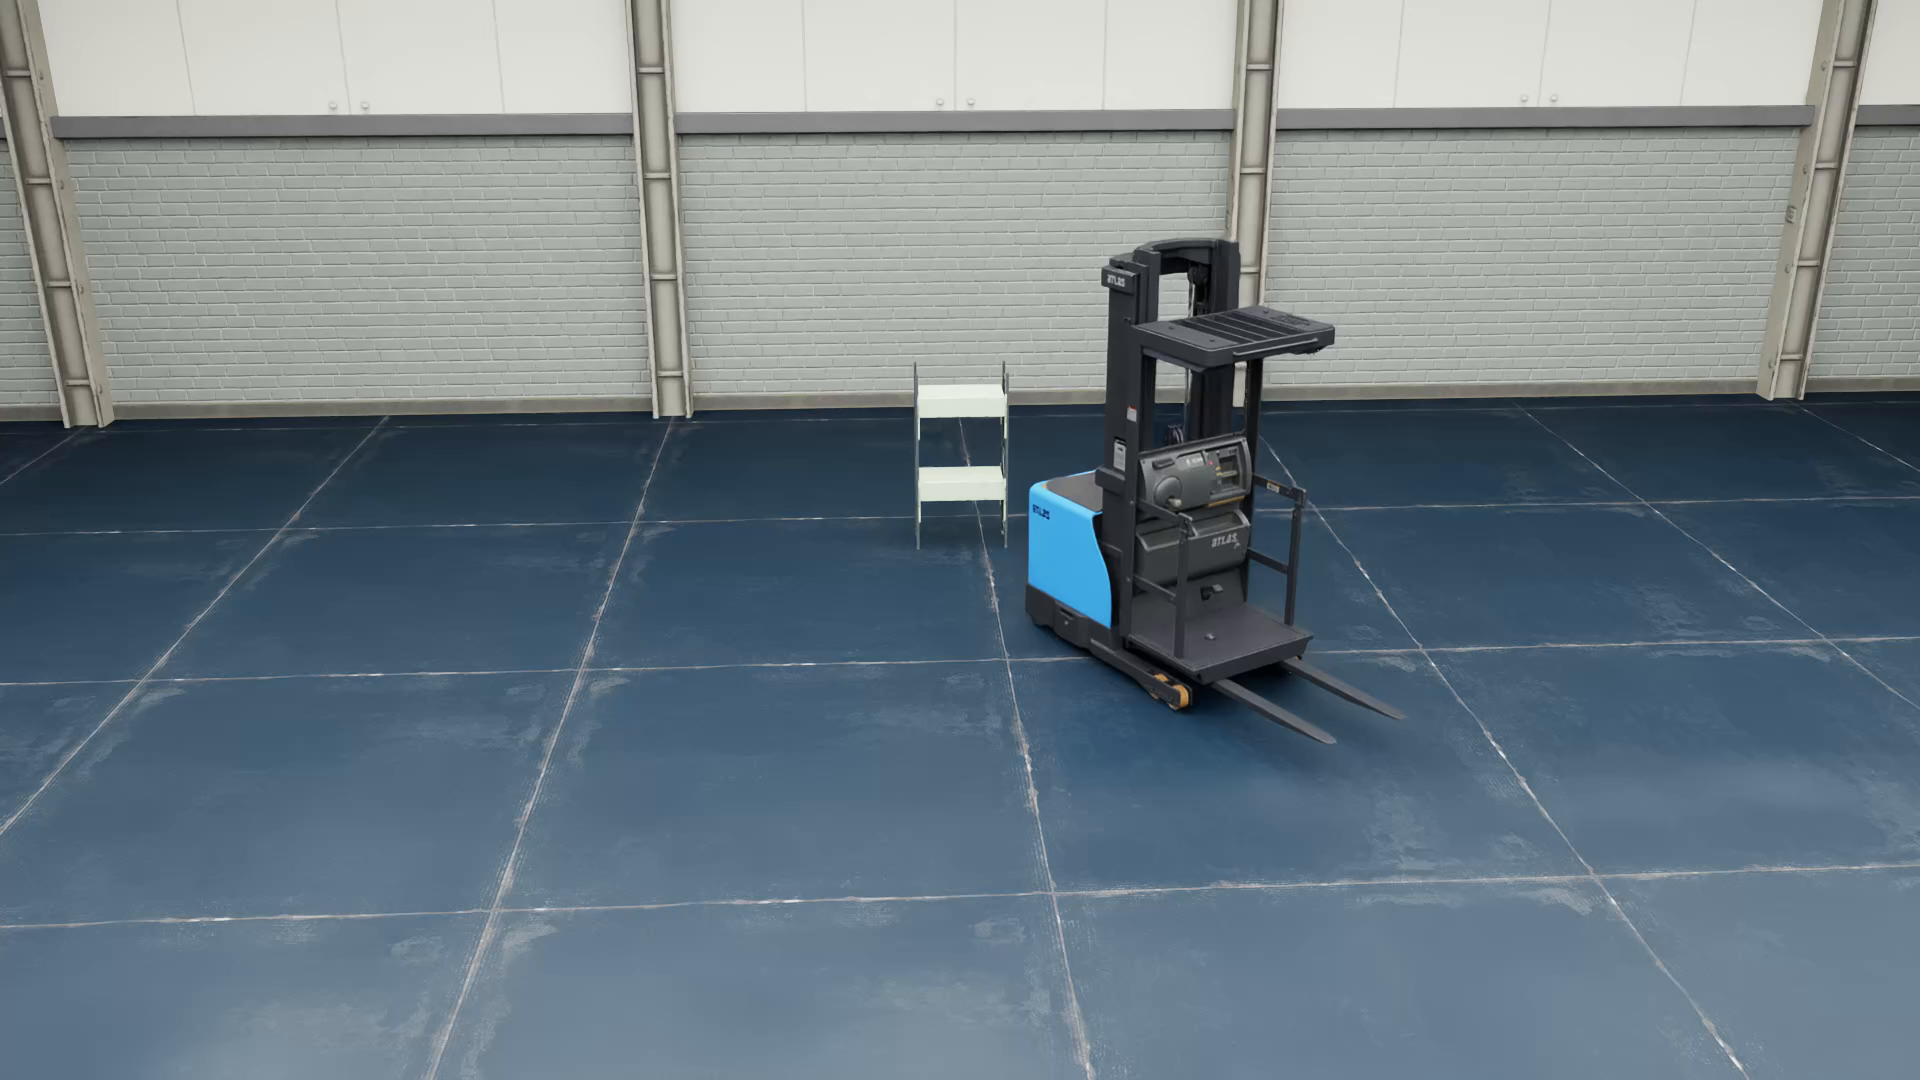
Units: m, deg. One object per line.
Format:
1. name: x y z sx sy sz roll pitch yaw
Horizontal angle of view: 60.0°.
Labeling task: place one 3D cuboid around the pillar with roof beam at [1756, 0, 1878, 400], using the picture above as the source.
1. pillar with roof beam: 9.204 -4.252 12.574 0.400 9.000 9.100 -1 21 -3

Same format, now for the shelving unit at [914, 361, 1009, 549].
1. shelving unit: 0.007 -0.701 13.786 0.755 1.500 0.431 -1 21 -3

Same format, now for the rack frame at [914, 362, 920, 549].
1. rack frame: -0.359 -0.694 13.766 0.023 1.500 0.400 -1 21 -3

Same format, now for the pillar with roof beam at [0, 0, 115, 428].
1. pillar with roof beam: -8.766 -3.887 11.614 0.400 9.000 9.100 -1 21 -3

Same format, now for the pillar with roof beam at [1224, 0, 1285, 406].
1. pillar with roof beam: 3.214 -4.130 12.254 0.400 9.000 9.100 -1 21 -3

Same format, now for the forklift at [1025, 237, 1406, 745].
1. forklift: 1.714 -0.431 11.064 1.130 2.935 3.031 -13 24 -31

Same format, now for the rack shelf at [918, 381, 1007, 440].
1. rack shelf: 0.007 -1.066 13.647 0.720 0.370 0.431 -1 21 -3

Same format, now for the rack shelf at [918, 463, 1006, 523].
1. rack shelf: 0.007 -0.396 13.902 0.720 0.370 0.431 -1 21 -3

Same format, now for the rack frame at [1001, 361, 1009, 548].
1. rack frame: 0.372 -0.708 13.805 0.023 1.500 0.400 -1 21 -3

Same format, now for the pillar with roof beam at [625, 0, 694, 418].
1. pillar with roof beam: -2.776 -4.009 11.934 0.400 9.000 9.100 -1 21 -3
